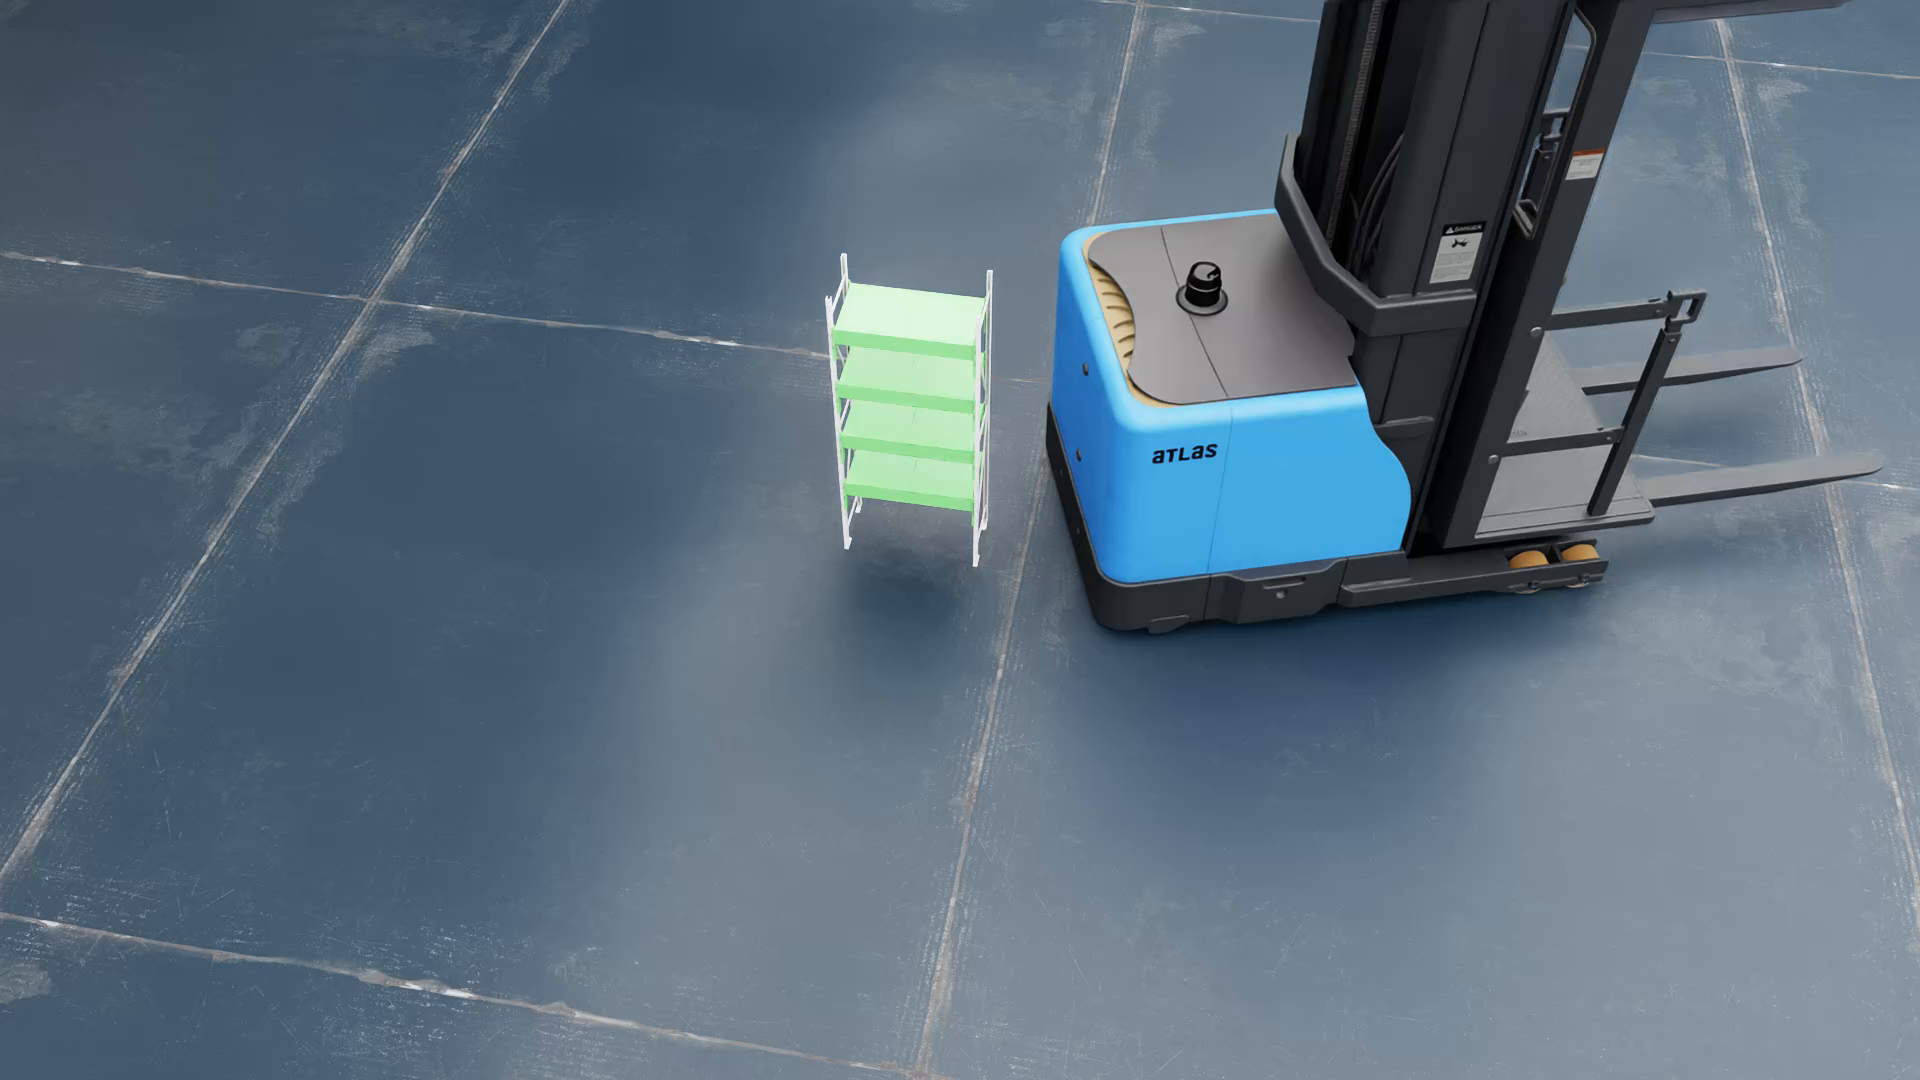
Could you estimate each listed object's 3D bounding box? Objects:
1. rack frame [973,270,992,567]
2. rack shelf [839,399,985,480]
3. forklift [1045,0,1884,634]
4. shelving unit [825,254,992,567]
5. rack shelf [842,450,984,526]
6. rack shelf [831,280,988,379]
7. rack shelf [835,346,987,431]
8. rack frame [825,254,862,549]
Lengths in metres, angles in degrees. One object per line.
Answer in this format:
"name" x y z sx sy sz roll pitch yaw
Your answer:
"rack frame" 0.077 -0.391 5.794 0.015 1.200 0.240 8 49 7
"rack shelf" -0.163 -0.380 5.871 0.480 0.148 0.258 8 49 7
"forklift" 1.898 -1.167 5.328 3.031 2.935 1.130 -7 48 -6
"shelving unit" -0.163 -0.423 5.823 0.503 1.200 0.258 8 49 7
"rack shelf" -0.163 -0.220 6.049 0.480 0.148 0.258 8 49 7
"rack shelf" -0.163 -0.701 5.514 0.480 0.148 0.258 8 49 7
"rack shelf" -0.163 -0.541 5.692 0.480 0.148 0.258 8 49 7
"rack frame" -0.403 -0.455 5.852 0.015 1.200 0.240 8 49 7
